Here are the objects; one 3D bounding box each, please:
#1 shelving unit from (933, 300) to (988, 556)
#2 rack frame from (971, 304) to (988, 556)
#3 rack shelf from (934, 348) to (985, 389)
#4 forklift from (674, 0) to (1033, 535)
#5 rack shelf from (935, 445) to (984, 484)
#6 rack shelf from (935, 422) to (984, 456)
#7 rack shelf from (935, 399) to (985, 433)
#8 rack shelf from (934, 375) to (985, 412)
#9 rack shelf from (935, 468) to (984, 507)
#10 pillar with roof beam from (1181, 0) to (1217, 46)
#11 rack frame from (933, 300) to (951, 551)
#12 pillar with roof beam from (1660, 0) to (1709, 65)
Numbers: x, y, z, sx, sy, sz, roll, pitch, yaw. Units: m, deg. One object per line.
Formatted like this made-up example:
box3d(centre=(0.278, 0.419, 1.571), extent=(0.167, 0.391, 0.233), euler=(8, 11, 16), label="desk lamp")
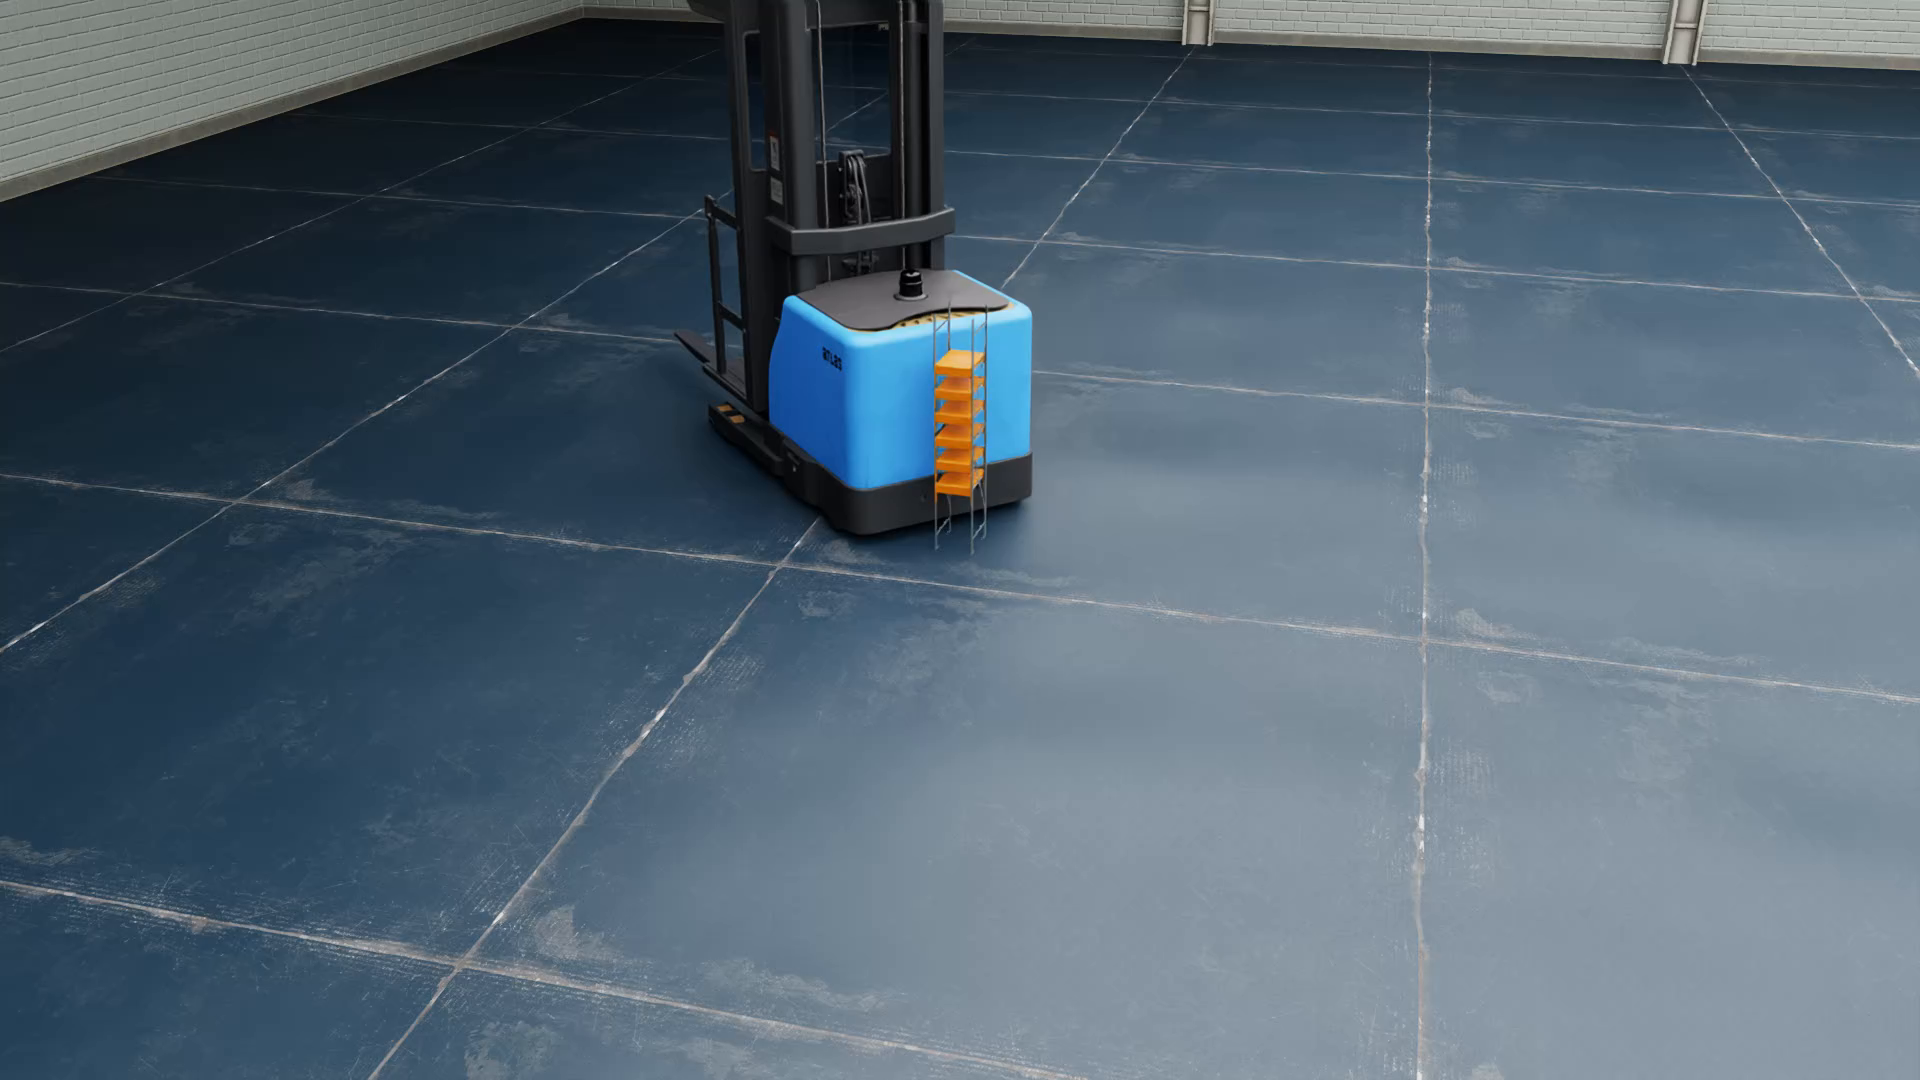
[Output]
box3d(centre=(0.004, -0.524, 7.956), extent=(0.189, 1.200, 0.258), euler=(8, 26, 16), label="shelving unit")
box3d(centre=(0.091, -0.513, 7.931), extent=(0.006, 1.200, 0.240), euler=(8, 26, 16), label="rack frame")
box3d(centre=(0.004, -0.809, 7.820), extent=(0.180, 0.103, 0.258), euler=(8, 26, 16), label="rack shelf")
box3d(centre=(-0.783, -1.946, 8.928), extent=(1.130, 2.935, 3.031), euler=(-13, 29, -26), label="forklift")
box3d(centre=(0.004, -0.376, 8.026), extent=(0.180, 0.103, 0.258), euler=(8, 26, 16), label="rack shelf")
box3d(centre=(0.004, -0.484, 7.975), extent=(0.180, 0.103, 0.258), euler=(8, 26, 16), label="rack shelf")
box3d(centre=(0.004, -0.593, 7.923), extent=(0.180, 0.103, 0.258), euler=(8, 26, 16), label="rack shelf")
box3d(centre=(0.004, -0.701, 7.872), extent=(0.180, 0.103, 0.258), euler=(8, 26, 16), label="rack shelf")
box3d(centre=(0.004, -0.268, 8.078), extent=(0.180, 0.103, 0.258), euler=(8, 26, 16), label="rack shelf")
box3d(centre=(2.095, -8.884, 16.443), extent=(0.400, 9.000, 9.100), euler=(6, 26, 13), label="pillar with roof beam")
box3d(centre=(-0.084, -0.536, 7.980), extent=(0.006, 1.200, 0.240), euler=(8, 26, 16), label="rack frame")
box3d(centre=(7.906, -8.242, 15.093), extent=(0.400, 9.000, 9.100), euler=(6, 26, 13), label="pillar with roof beam")
